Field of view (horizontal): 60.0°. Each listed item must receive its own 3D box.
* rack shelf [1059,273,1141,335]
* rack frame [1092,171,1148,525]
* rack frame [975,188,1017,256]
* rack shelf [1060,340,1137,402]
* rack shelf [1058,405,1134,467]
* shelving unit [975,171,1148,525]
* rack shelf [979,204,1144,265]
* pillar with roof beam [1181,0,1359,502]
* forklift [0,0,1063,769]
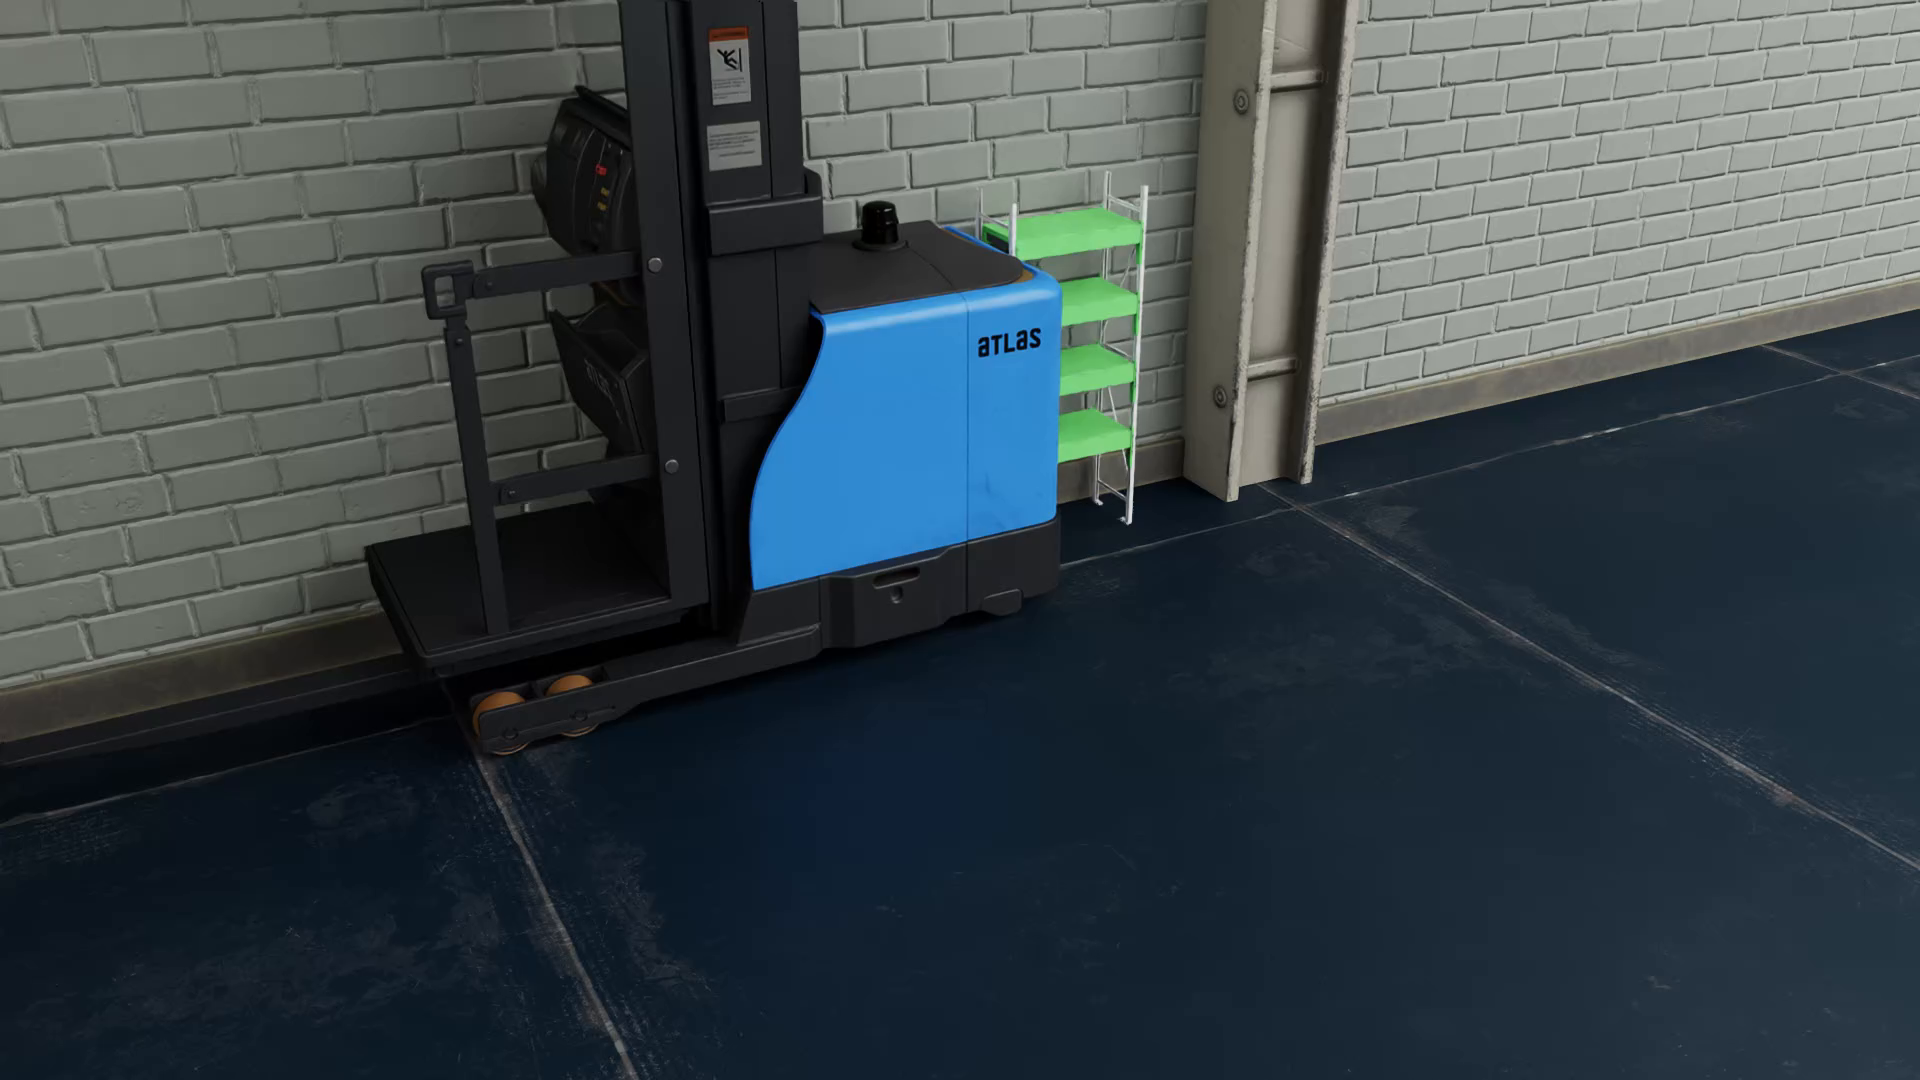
[{"bbox_3d":[0.328,-0.751,5.520,0.480,0.148,0.258,-13,29,-25],"label":"rack shelf"},{"bbox_3d":[0.543,-0.642,5.701,0.015,1.200,0.240,-13,29,-25],"label":"rack frame"},{"bbox_3d":[0.113,-0.542,5.493,0.015,1.200,0.240,-13,29,-25],"label":"rack frame"},{"bbox_3d":[0.328,-0.534,5.624,0.480,0.148,0.258,-13,29,-25],"label":"rack shelf"},{"bbox_3d":[0.328,-0.318,5.728,0.480,0.148,0.258,-13,29,-25],"label":"rack shelf"},{"bbox_3d":[0.328,-0.592,5.597,0.503,1.200,0.258,-13,29,-25],"label":"shelving unit"},{"bbox_3d":[0.328,-0.967,5.417,0.480,0.148,0.258,-13,29,-25],"label":"rack shelf"},{"bbox_3d":[3.094,-2.649,0.870,0.400,9.000,9.100,-13,29,-25],"label":"pillar with roof beam"},{"bbox_3d":[-1.228,-0.998,4.442,3.031,2.935,1.130,-13,29,-25],"label":"forklift"}]
